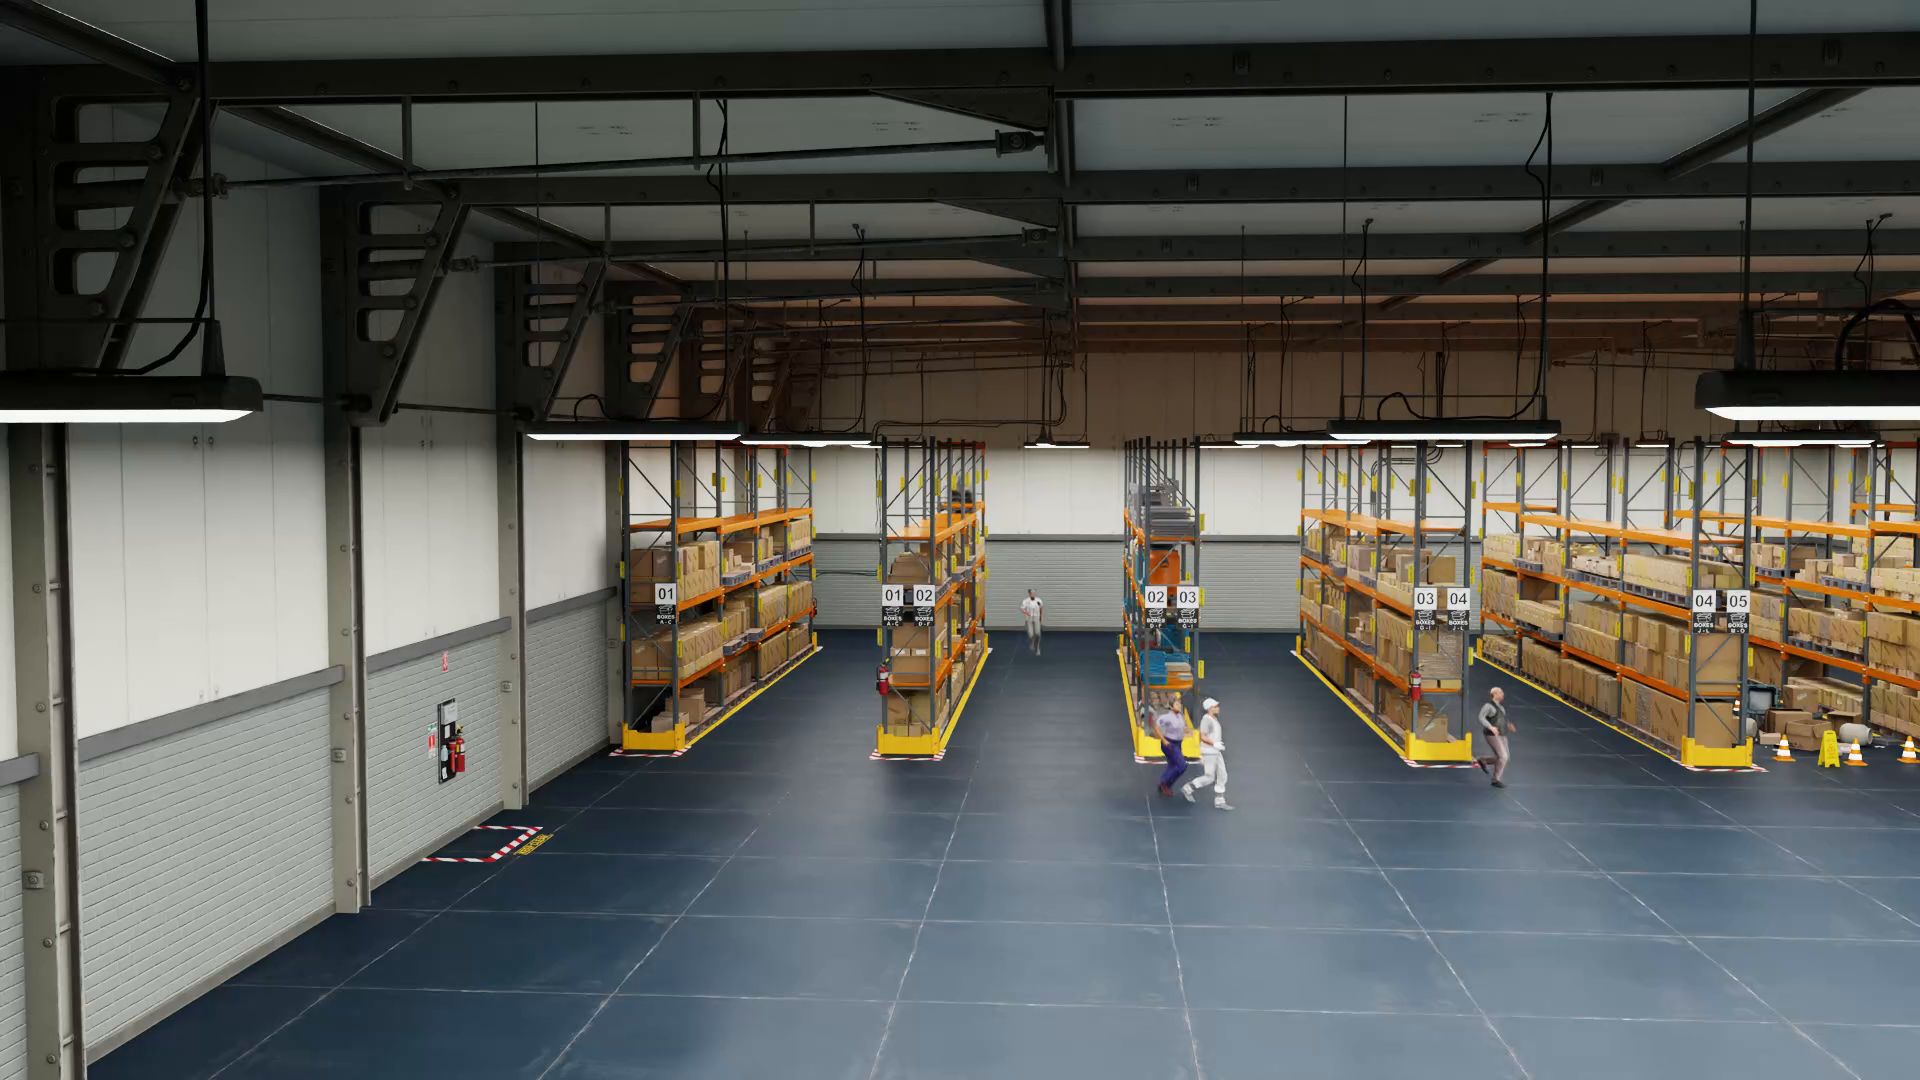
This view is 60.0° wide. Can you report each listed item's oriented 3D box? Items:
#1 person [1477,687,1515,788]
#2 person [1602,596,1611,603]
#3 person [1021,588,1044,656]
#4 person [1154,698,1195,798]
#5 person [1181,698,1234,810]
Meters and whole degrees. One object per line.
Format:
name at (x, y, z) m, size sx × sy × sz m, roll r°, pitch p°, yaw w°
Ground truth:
person at (9.198, 3.373, 28.621) m, size 0.689 × 1.688 × 0.723 m, roll -3°, pitch 4°, yaw -42°
person at (18.452, 2.338, 47.485) m, size 0.632 × 1.707 × 0.694 m, roll 0°, pitch 3°, yaw 5°
person at (1.979, 2.233, 45.231) m, size 0.655 × 1.850 × 0.685 m, roll 0°, pitch 3°, yaw -2°
person at (3.566, 3.438, 27.549) m, size 0.623 × 1.631 × 0.581 m, roll 2°, pitch 4°, yaw 31°
person at (3.965, 3.418, 26.602) m, size 0.854 × 1.775 × 0.661 m, roll 1°, pitch 3°, yaw 23°
